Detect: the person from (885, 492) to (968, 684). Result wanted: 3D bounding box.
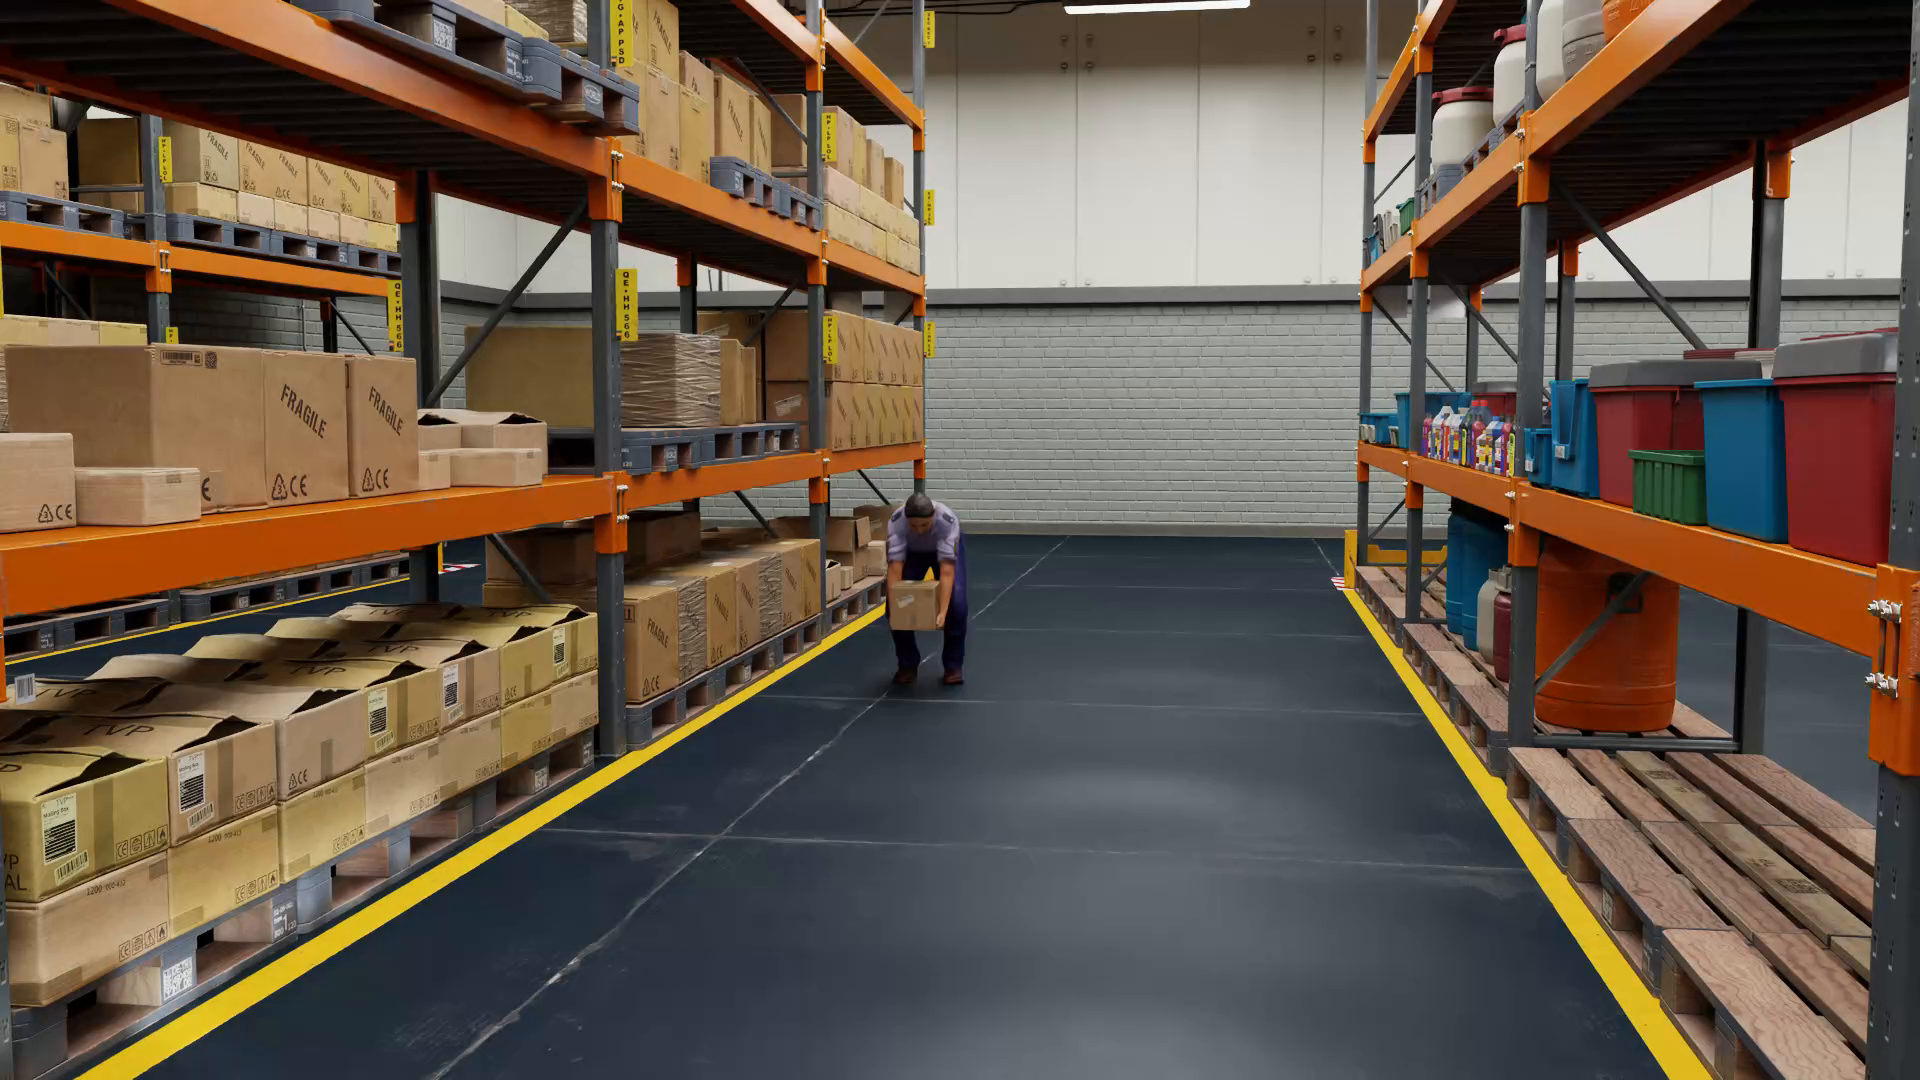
[{"bbox_3d":[-0.204,0.280,9.672,0.491,1.147,0.873,0,5,6],"label":"person"}]
